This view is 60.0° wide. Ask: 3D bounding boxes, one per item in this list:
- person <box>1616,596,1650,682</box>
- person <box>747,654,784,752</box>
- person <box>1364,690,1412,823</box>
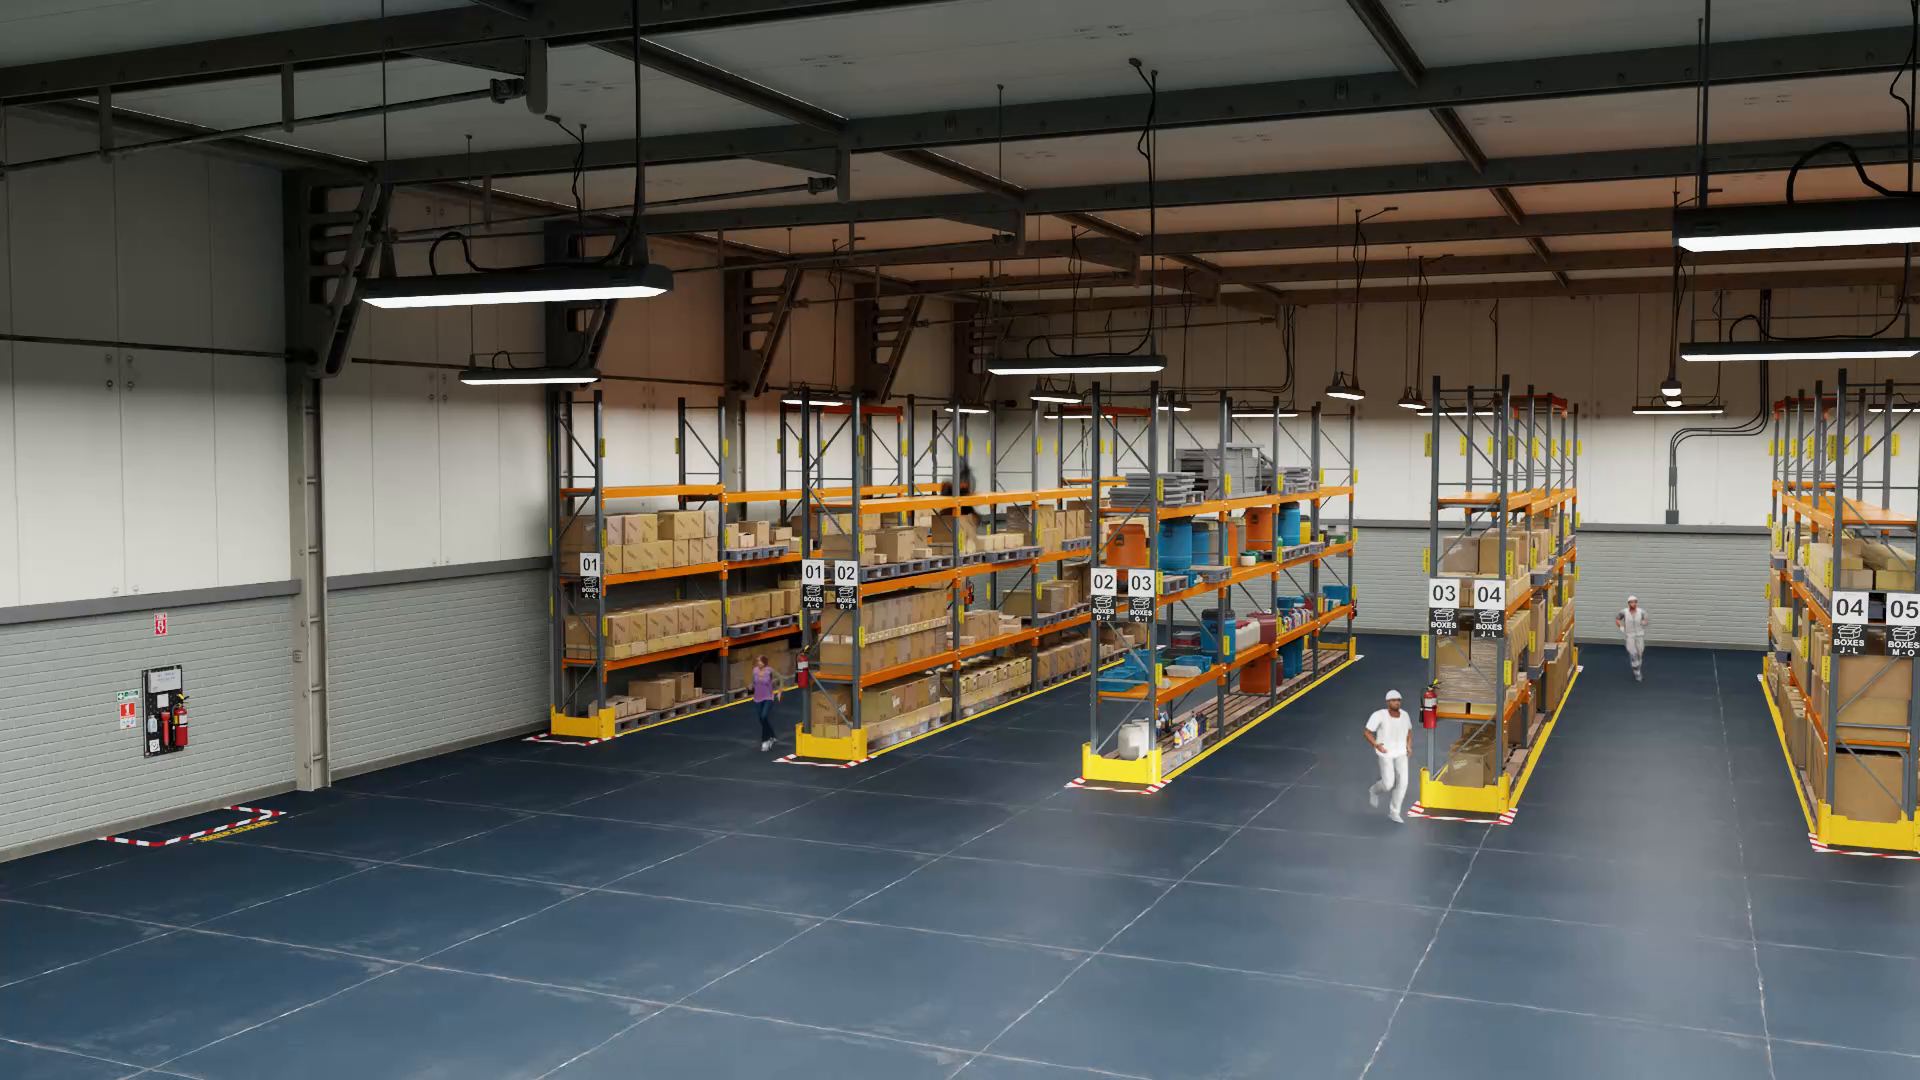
[{"bbox_3d":[14.575,2.118,35.987,0.659,1.823,0.864,1,3,10],"label":"person"},{"bbox_3d":[-3.245,2.691,27.615,0.560,1.613,0.740,1,3,21],"label":"person"},{"bbox_3d":[5.812,2.900,22.495,0.718,1.761,0.710,-1,3,-14],"label":"person"}]
